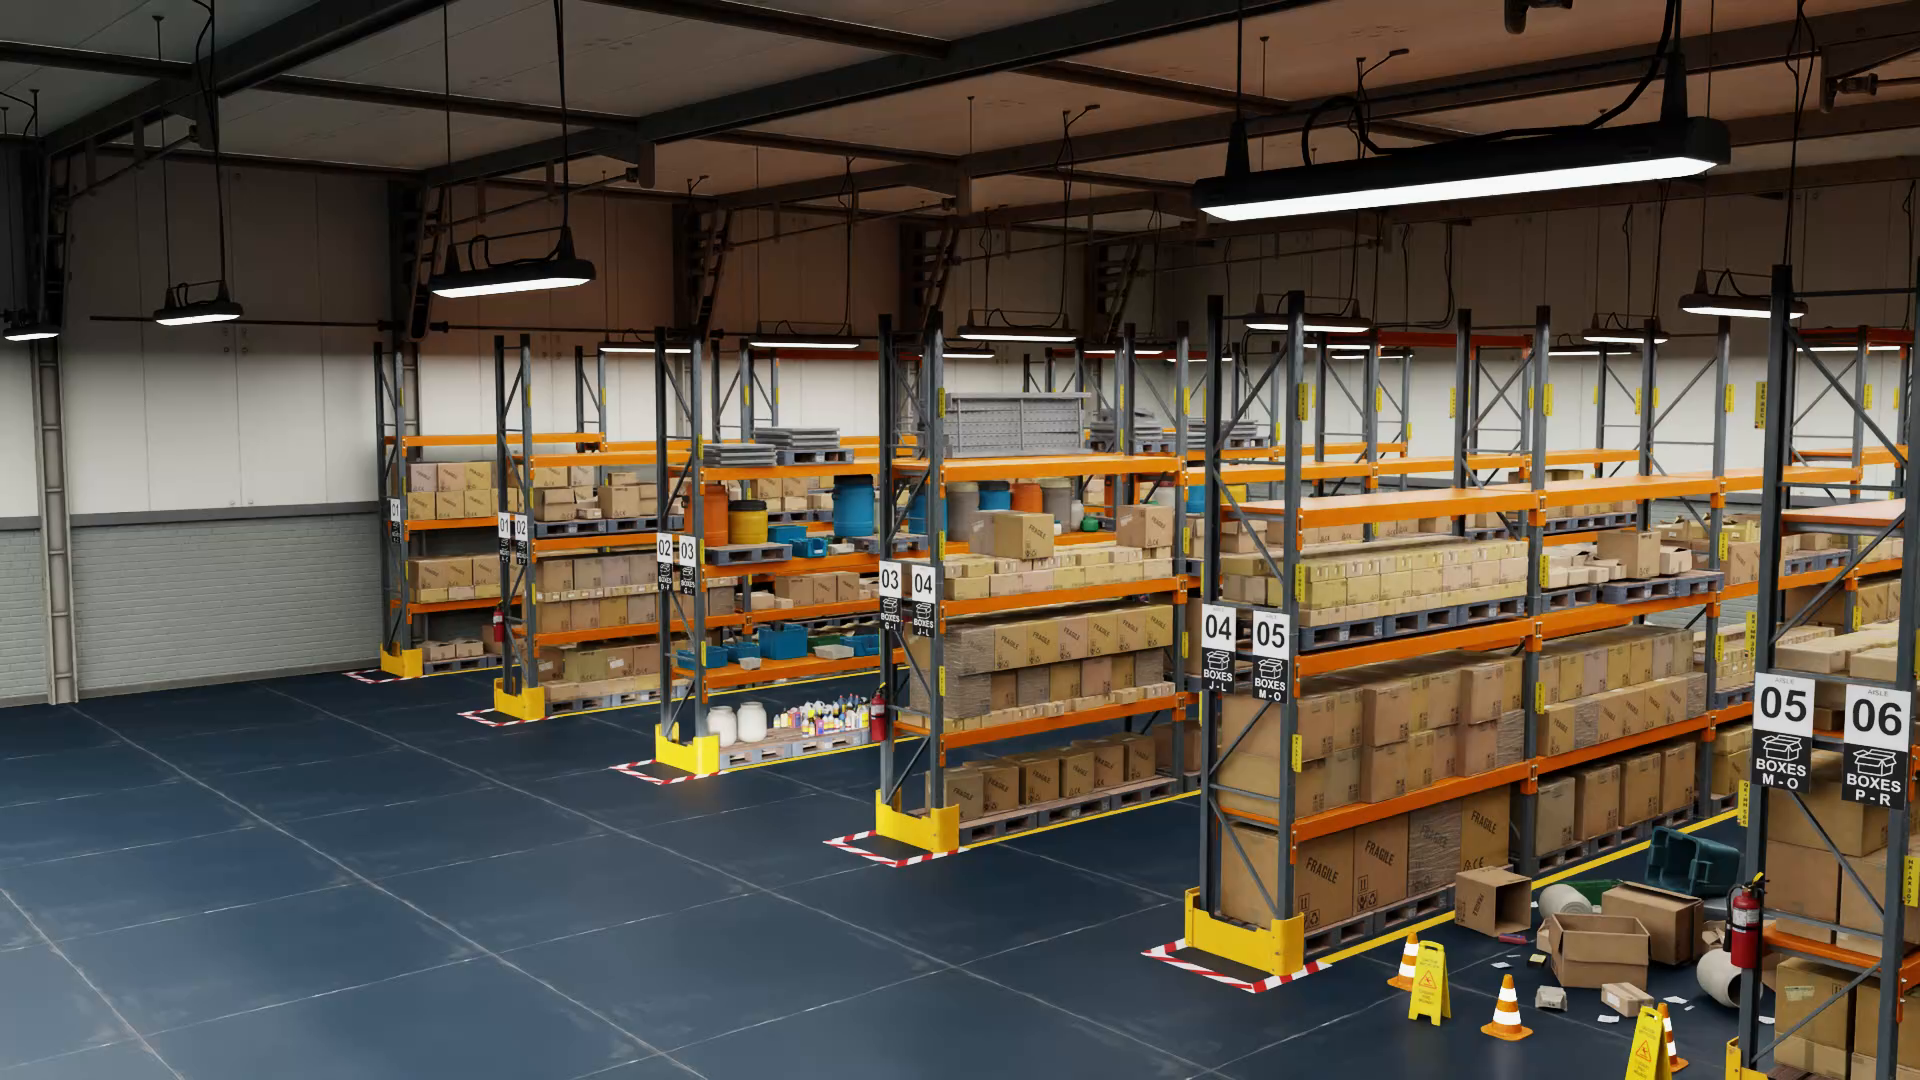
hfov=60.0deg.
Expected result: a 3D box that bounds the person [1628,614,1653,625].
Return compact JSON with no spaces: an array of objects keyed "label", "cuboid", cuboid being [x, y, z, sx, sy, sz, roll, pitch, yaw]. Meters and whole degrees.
[{"label":"person","cuboid":[10.812,1.882,26.473,1.078,1.707,0.535,-5,7,-43]}]
